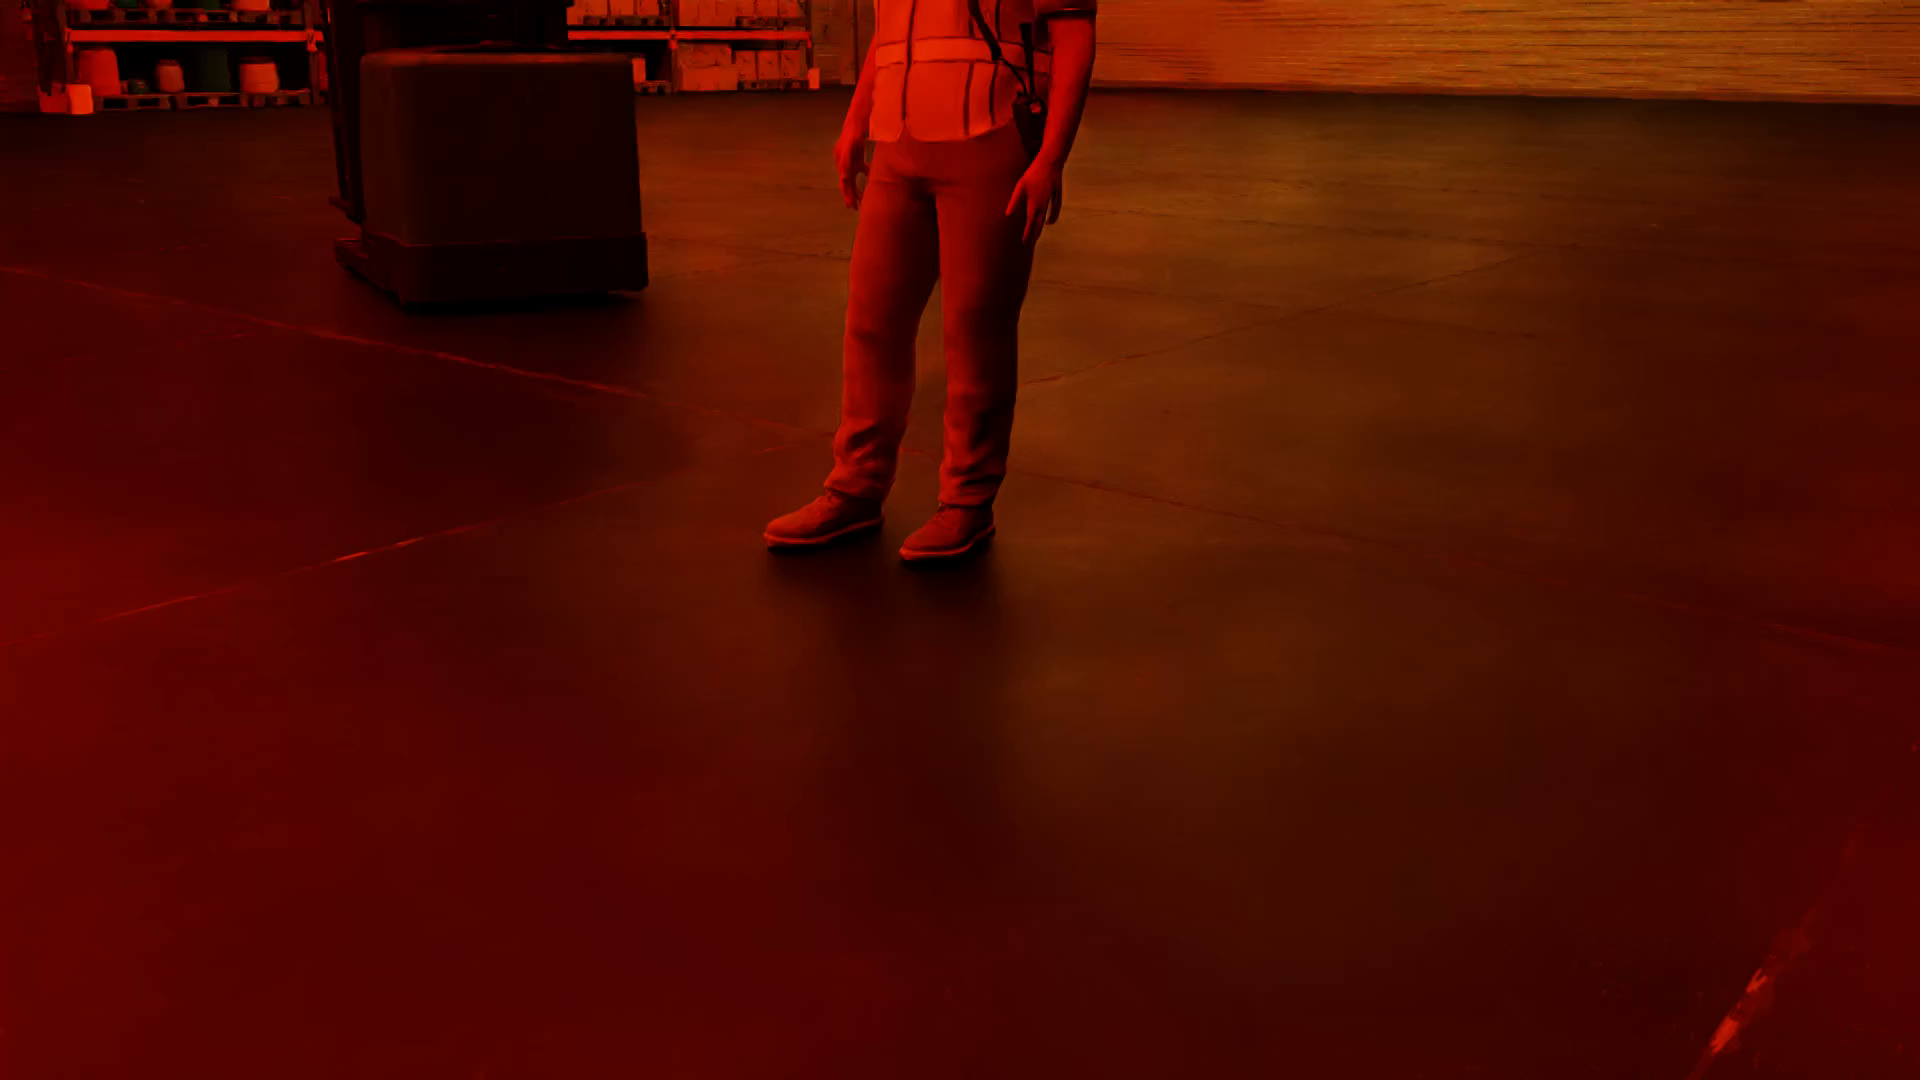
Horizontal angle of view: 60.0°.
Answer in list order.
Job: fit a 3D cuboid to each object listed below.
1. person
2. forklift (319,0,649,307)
[{"bbox_3d":[-0.059,-0.845,3.631,0.640,1.781,0.574,13,21,37],"label":"person"},{"bbox_3d":[-2.537,-2.779,8.048,1.130,2.935,3.031,-9,19,-27],"label":"forklift"}]
